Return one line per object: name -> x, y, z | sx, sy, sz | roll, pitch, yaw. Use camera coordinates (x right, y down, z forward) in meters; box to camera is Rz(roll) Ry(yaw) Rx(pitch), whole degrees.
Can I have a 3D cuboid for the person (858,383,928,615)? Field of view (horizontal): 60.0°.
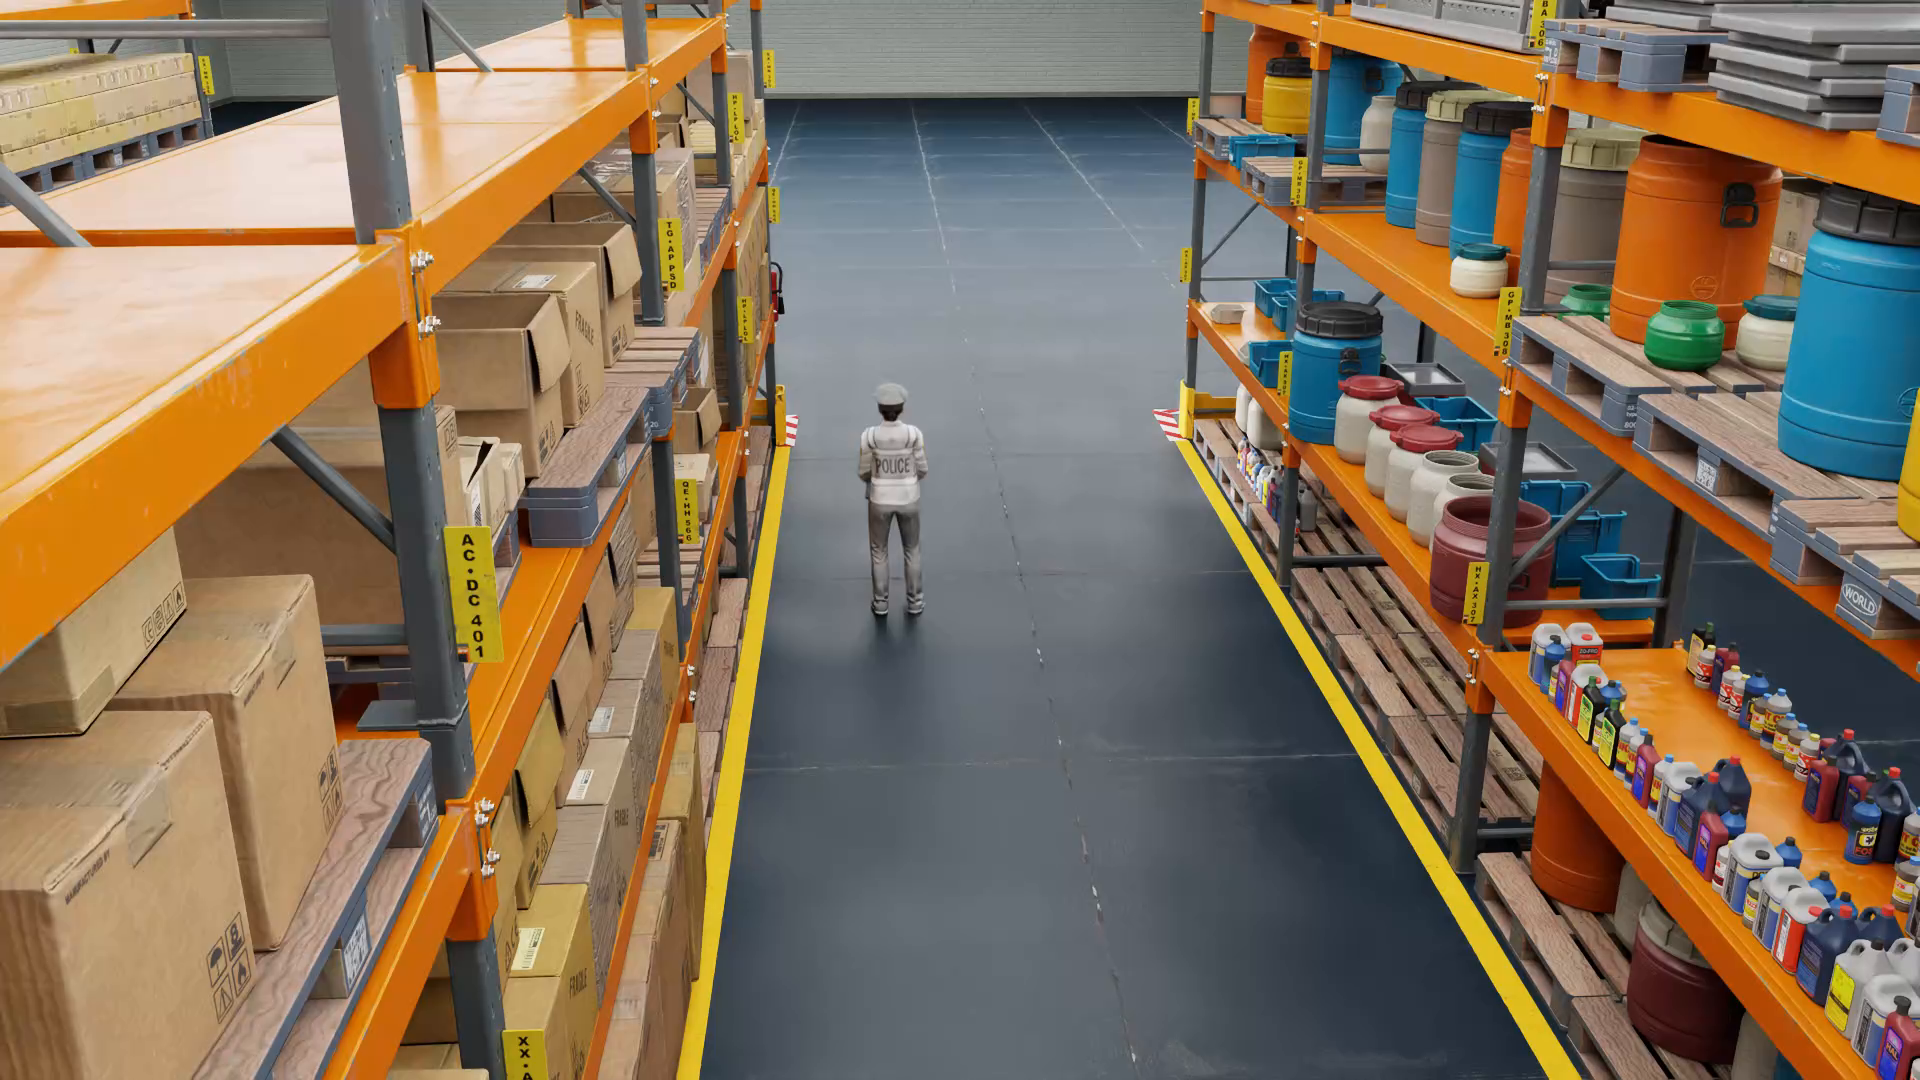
person -> -0.478, -0.297, 11.828 | 0.494, 1.690, 0.464 | -1, 21, -4
